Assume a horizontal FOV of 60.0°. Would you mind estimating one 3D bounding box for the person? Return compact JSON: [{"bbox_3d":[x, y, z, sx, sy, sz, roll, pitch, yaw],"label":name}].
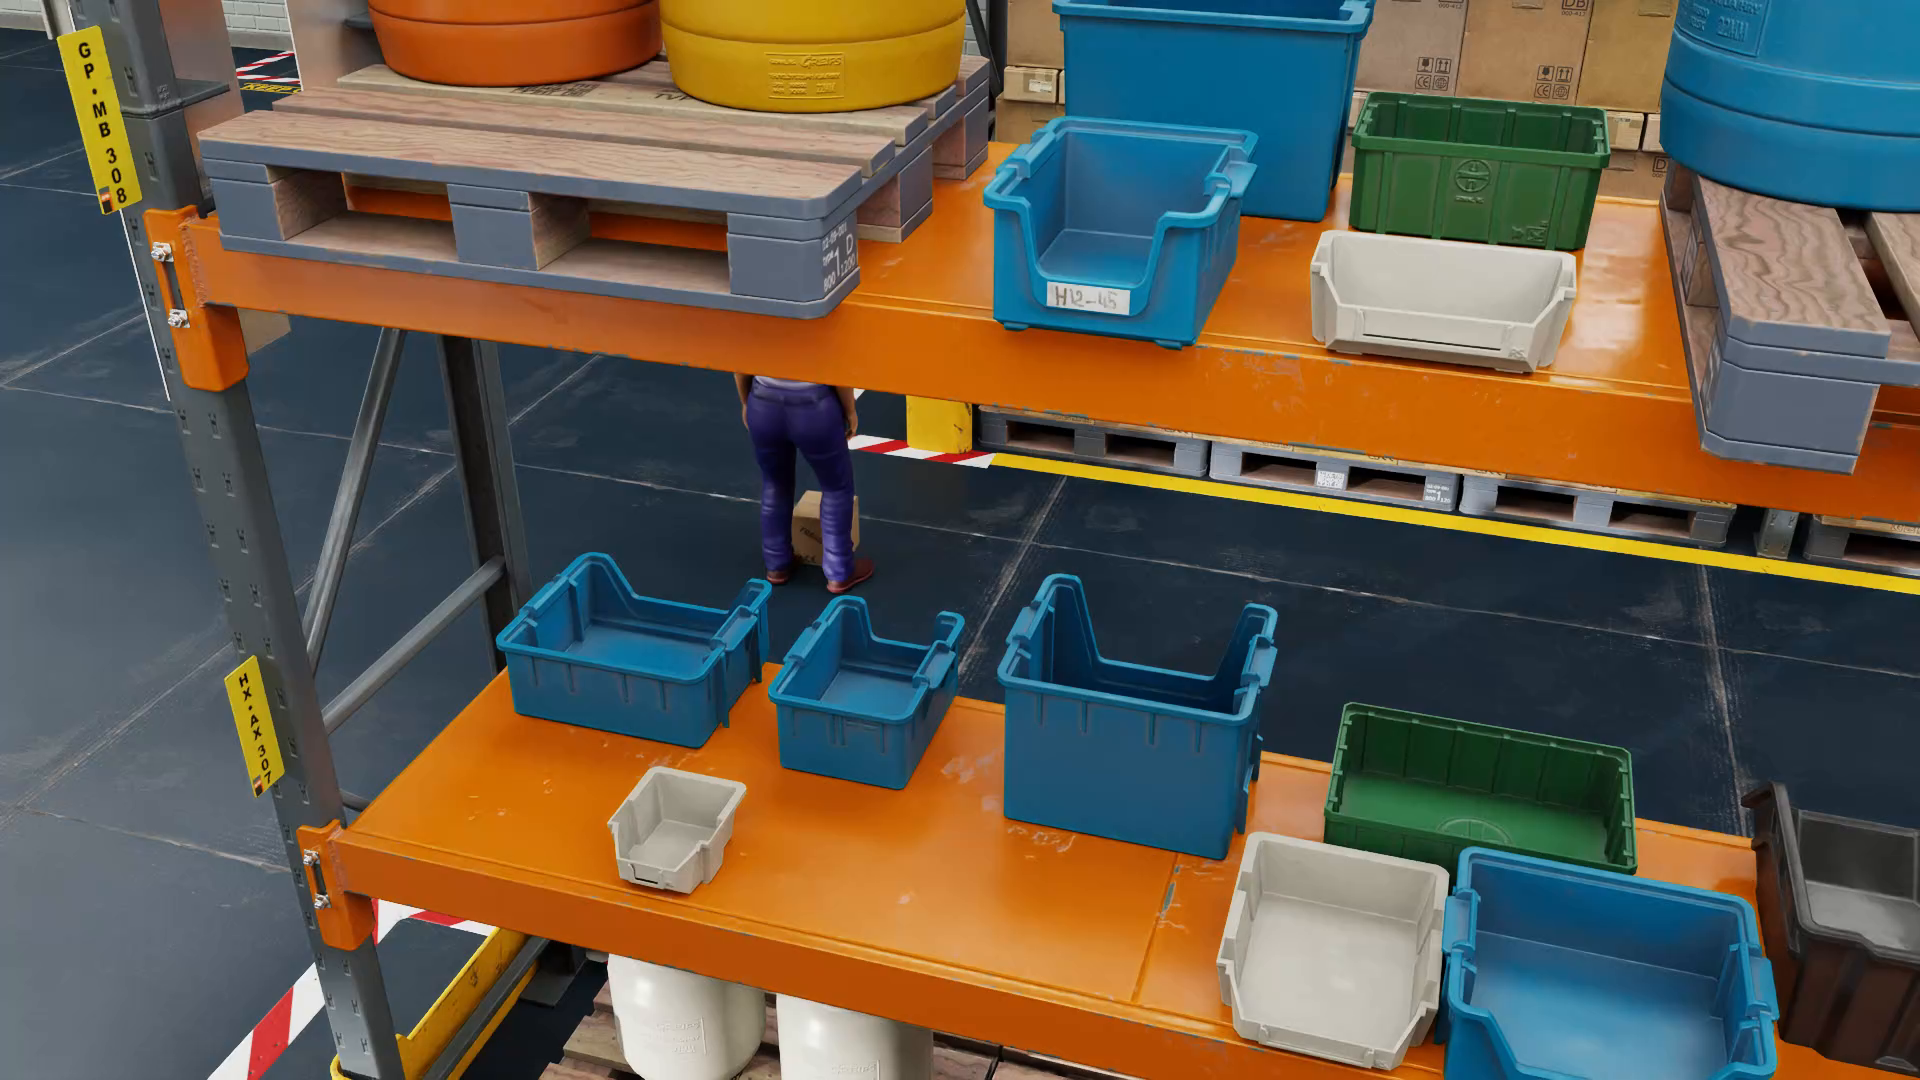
[{"bbox_3d":[-0.683,-0.548,7.108,0.549,1.650,0.376,7,30,13],"label":"person"}]
